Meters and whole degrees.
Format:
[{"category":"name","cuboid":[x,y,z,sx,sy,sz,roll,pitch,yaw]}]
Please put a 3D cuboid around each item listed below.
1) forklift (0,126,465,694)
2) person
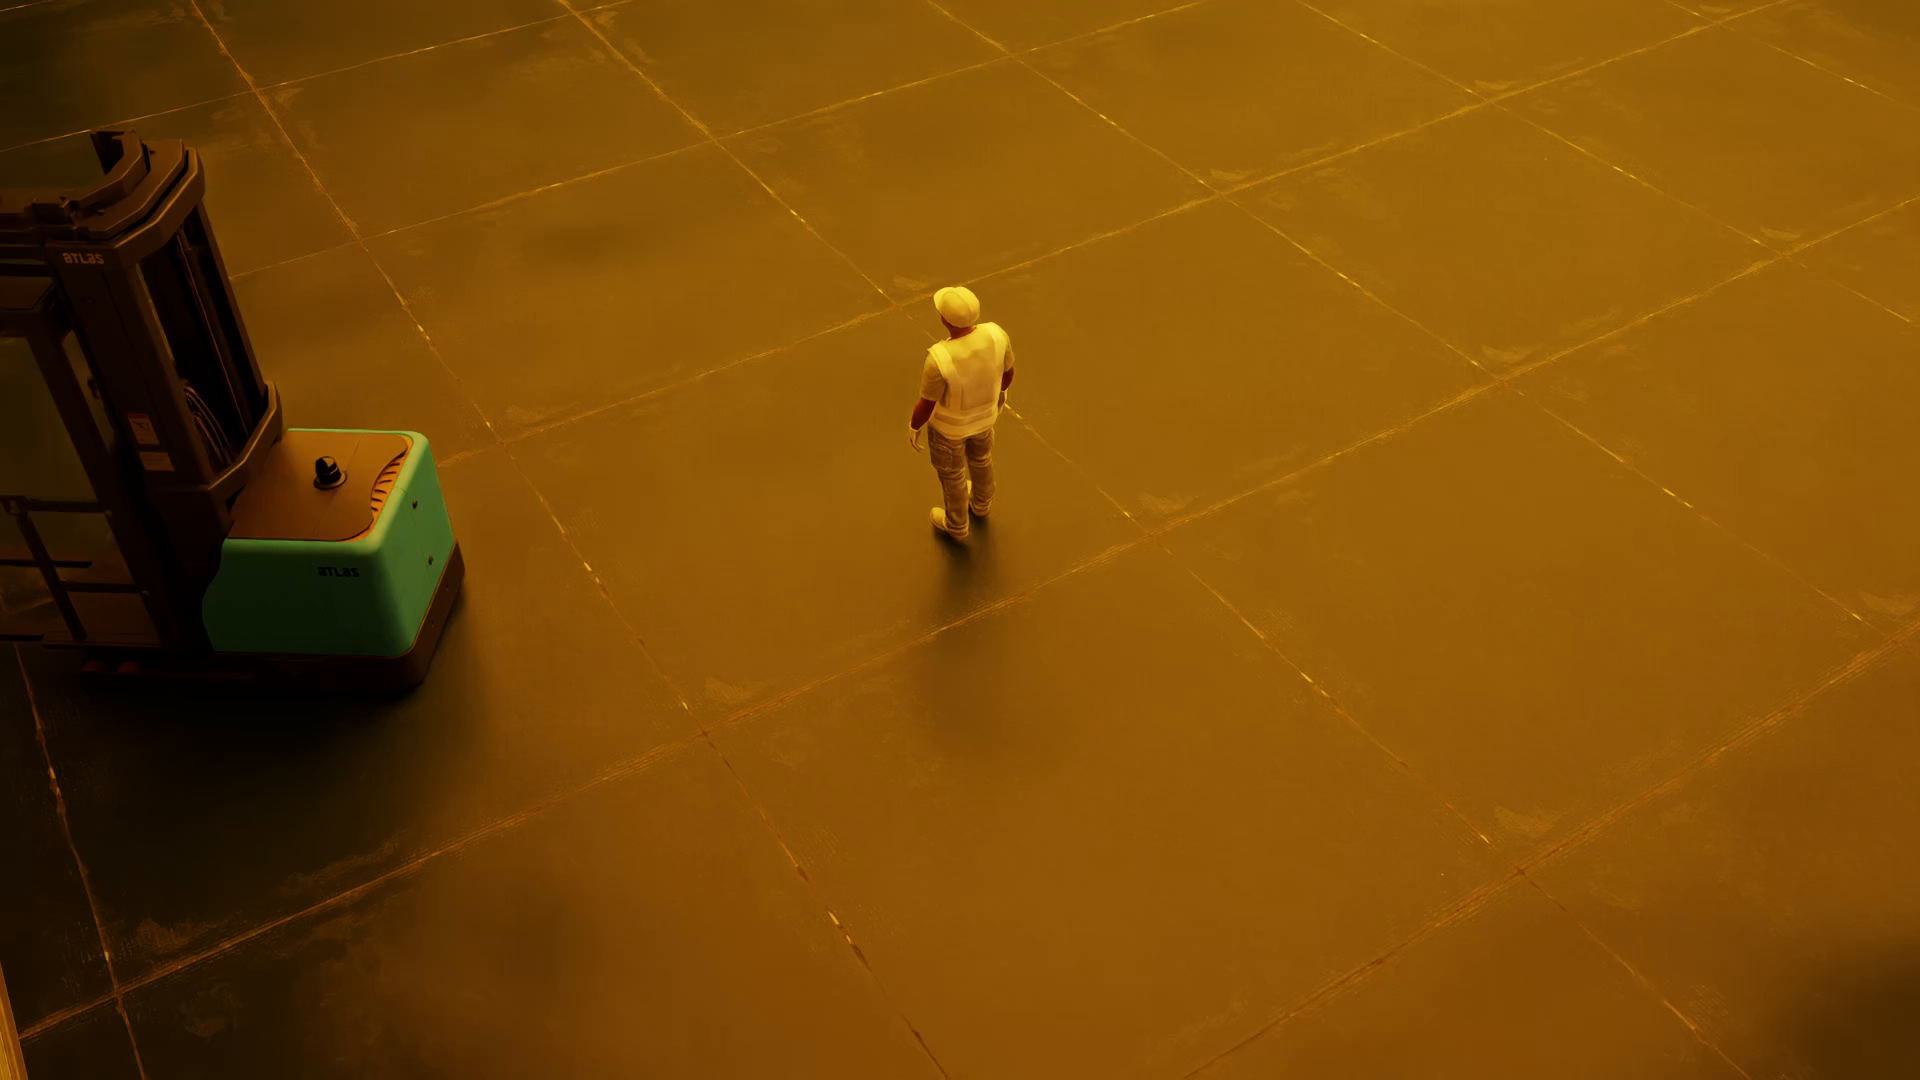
[{"category":"forklift","cuboid":[-4.442,-0.620,8.581,3.031,2.935,1.130,2,41,2]},{"category":"person","cuboid":[-0.031,-0.750,9.529,0.656,1.781,0.577,-23,46,-24]}]
